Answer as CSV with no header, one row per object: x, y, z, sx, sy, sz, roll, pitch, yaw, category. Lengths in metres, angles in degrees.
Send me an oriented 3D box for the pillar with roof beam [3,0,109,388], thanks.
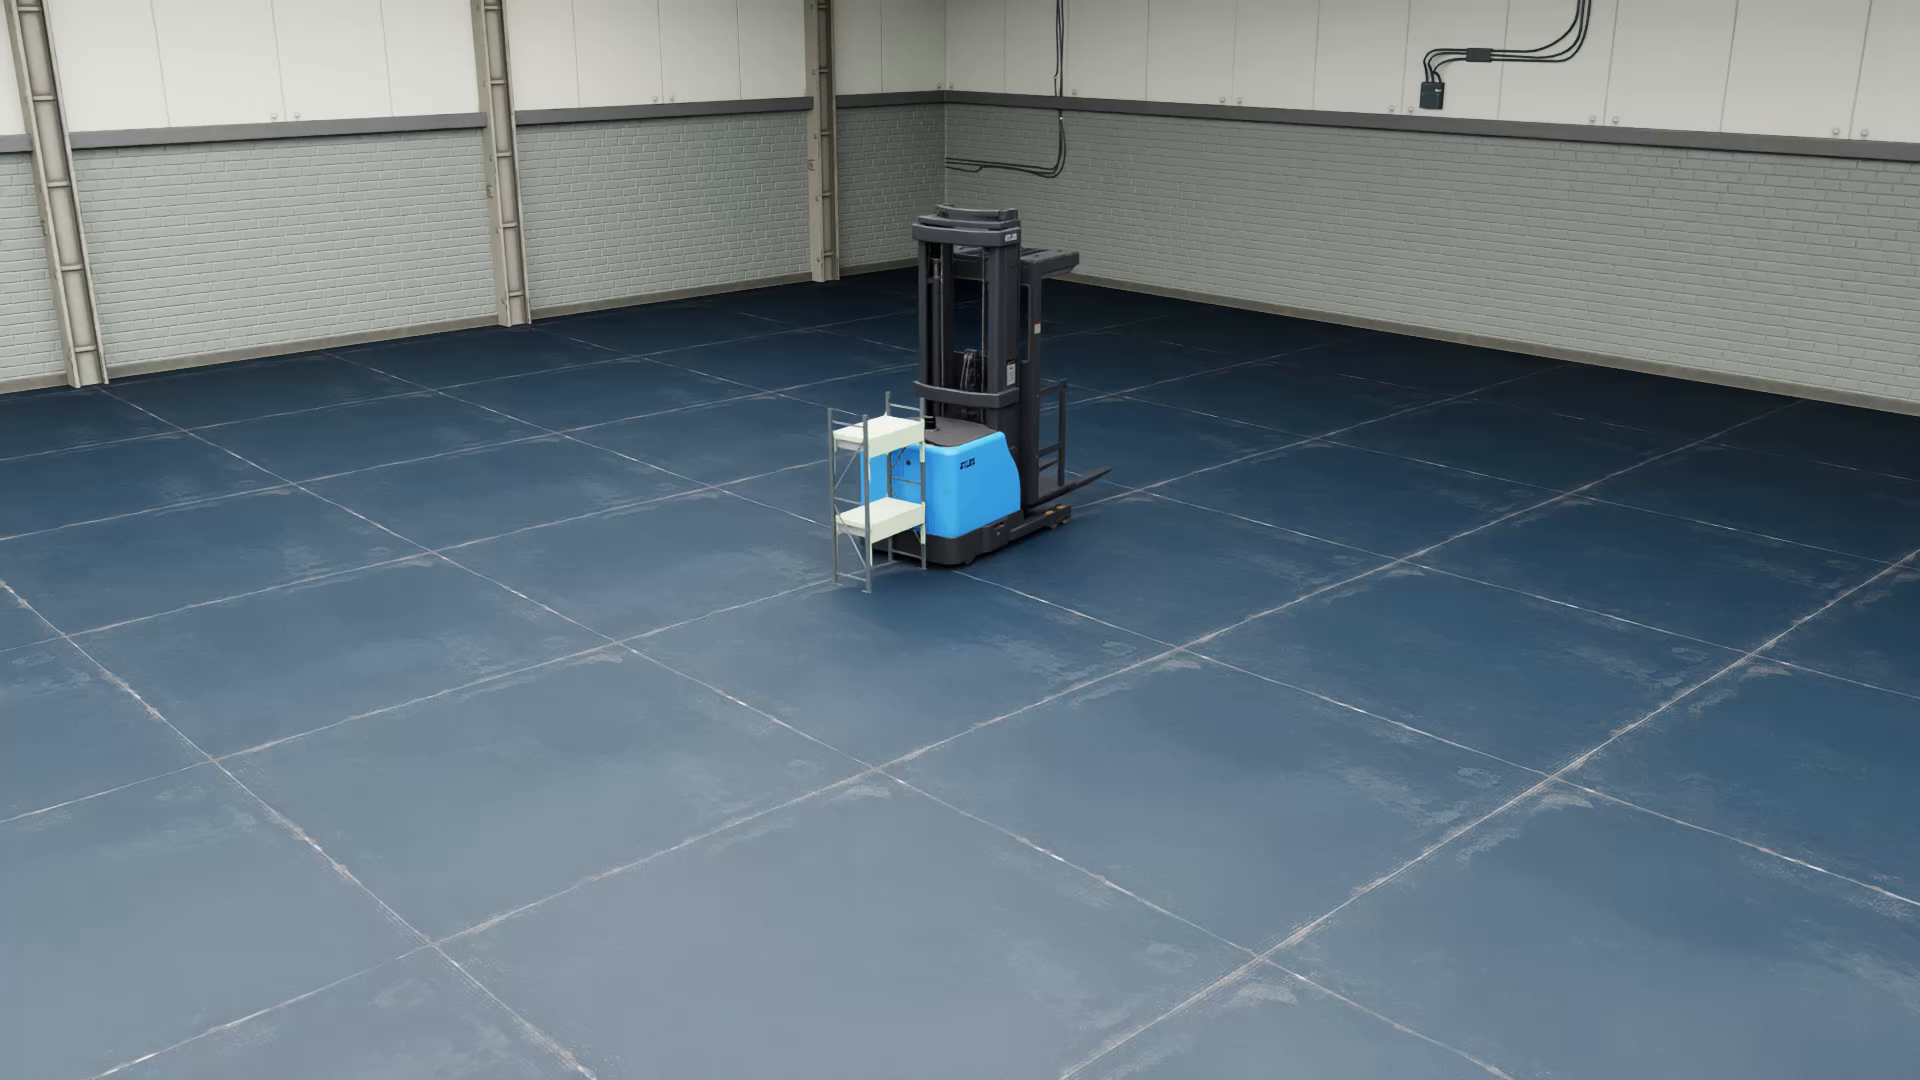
-8.104,-5.301,16.745,0.400,9.000,9.100,-16,24,-41,pillar with roof beam

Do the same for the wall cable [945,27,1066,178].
0.707,-7.660,29.054,0.112,2.526,3.097,-16,24,-41,wall cable

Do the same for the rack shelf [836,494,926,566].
-0.675,-0.093,13.889,0.431,0.370,0.720,13,22,35,rack shelf

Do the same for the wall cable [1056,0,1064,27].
2.565,-9.456,26.405,0.112,2.526,3.097,-16,24,-41,wall cable

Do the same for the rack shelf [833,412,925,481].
-0.677,-0.773,13.665,0.431,0.370,0.720,13,22,35,rack shelf

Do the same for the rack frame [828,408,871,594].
-0.896,-0.310,13.509,0.400,1.500,0.023,13,22,35,rack frame

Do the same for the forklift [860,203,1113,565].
0.376,-1.577,15.095,1.130,2.935,3.031,12,22,33,forklift

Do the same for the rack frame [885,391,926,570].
-0.456,-0.495,14.065,0.400,1.500,0.023,13,22,35,rack frame

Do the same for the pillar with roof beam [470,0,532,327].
-3.744,-6.573,20.666,0.400,9.000,9.100,-16,24,-41,pillar with roof beam

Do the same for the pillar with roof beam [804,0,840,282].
0.615,-7.844,24.588,0.400,9.000,9.100,-16,24,-41,pillar with roof beam

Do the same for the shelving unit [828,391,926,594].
-0.676,-0.402,13.787,0.431,1.500,0.755,13,22,35,shelving unit

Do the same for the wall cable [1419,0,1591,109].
7.218,-8.624,21.478,0.169,6.003,2.305,-16,24,-41,wall cable
